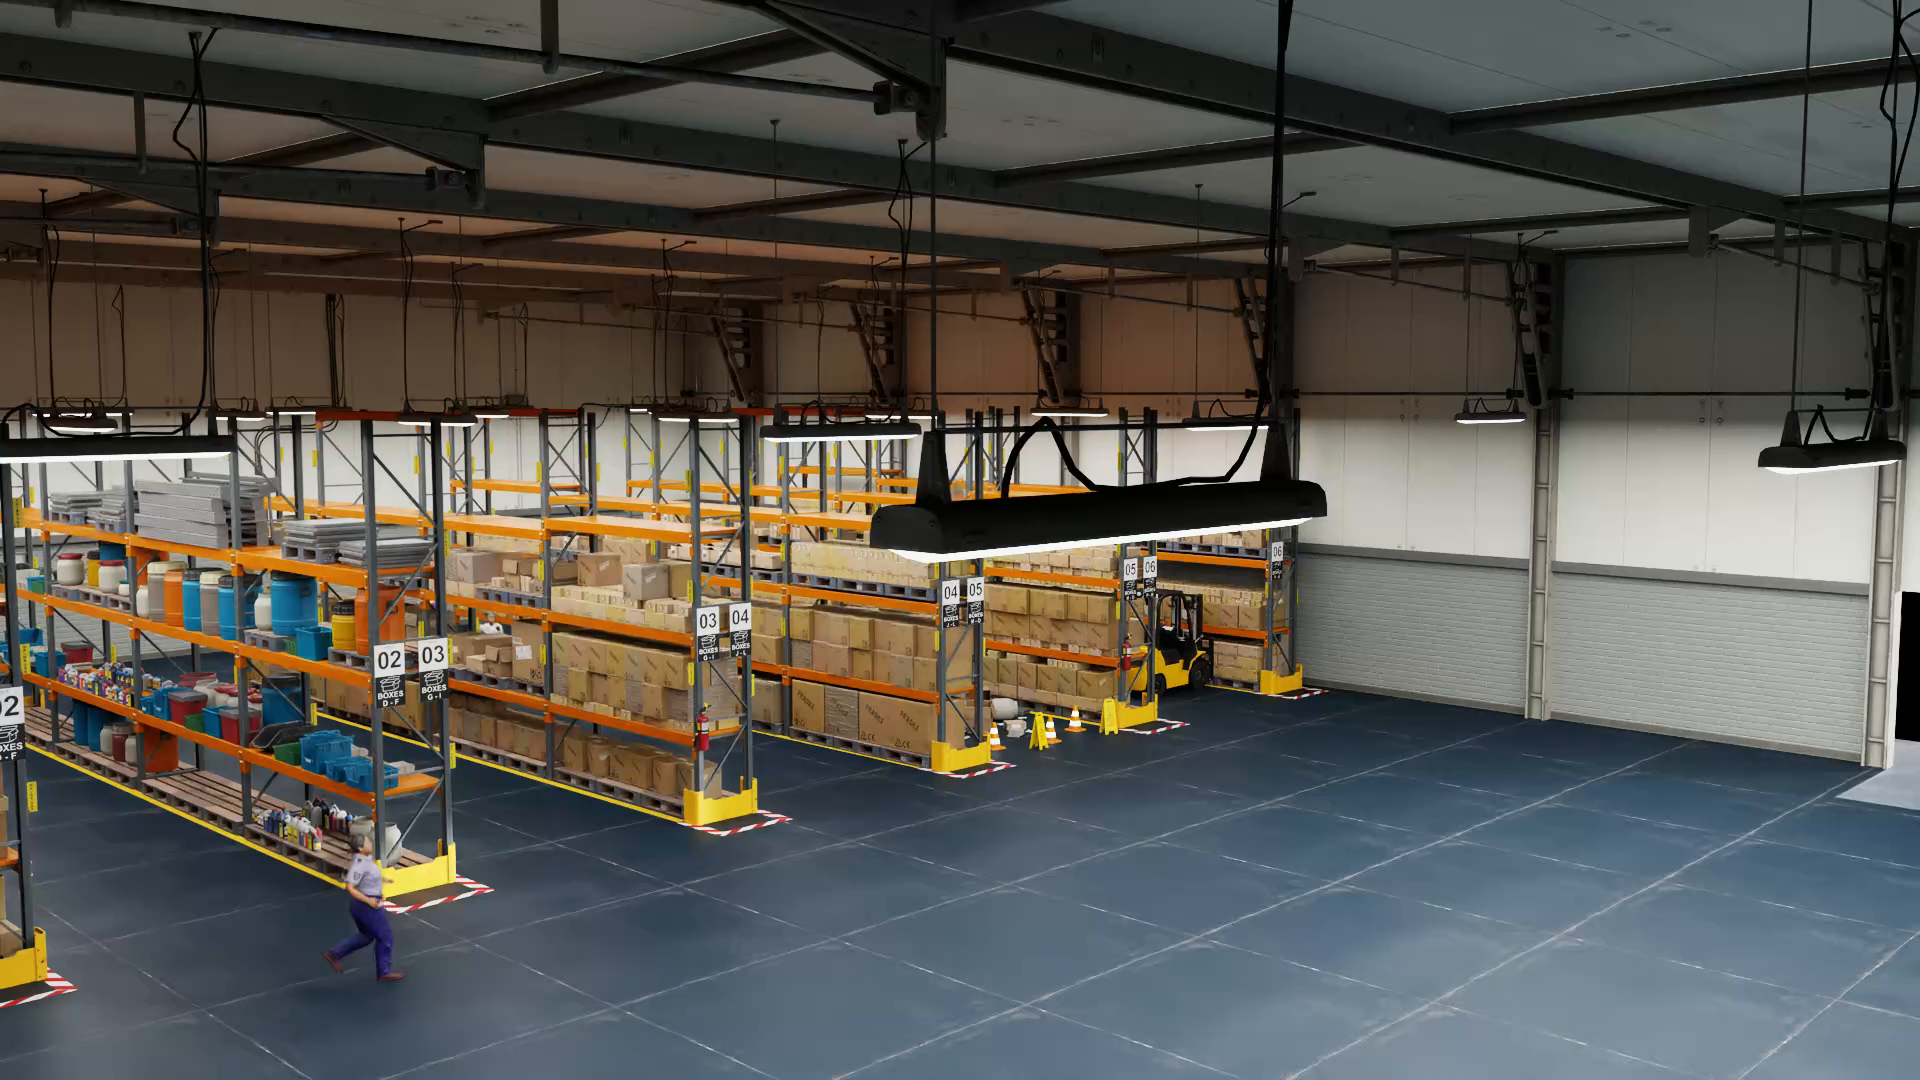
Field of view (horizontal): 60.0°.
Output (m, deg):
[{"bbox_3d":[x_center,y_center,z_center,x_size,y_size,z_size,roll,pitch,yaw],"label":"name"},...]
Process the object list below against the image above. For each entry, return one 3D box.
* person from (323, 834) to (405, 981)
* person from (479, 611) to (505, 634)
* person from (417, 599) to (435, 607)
[{"bbox_3d":[-6.402,3.945,17.824,0.823,1.613,0.620,-2,5,-22],"label":"person"},{"bbox_3d":[-9.976,2.351,35.428,0.568,1.720,0.868,-4,6,-39],"label":"person"},{"bbox_3d":[-12.590,1.992,39.159,0.716,1.770,0.848,1,5,16],"label":"person"}]
